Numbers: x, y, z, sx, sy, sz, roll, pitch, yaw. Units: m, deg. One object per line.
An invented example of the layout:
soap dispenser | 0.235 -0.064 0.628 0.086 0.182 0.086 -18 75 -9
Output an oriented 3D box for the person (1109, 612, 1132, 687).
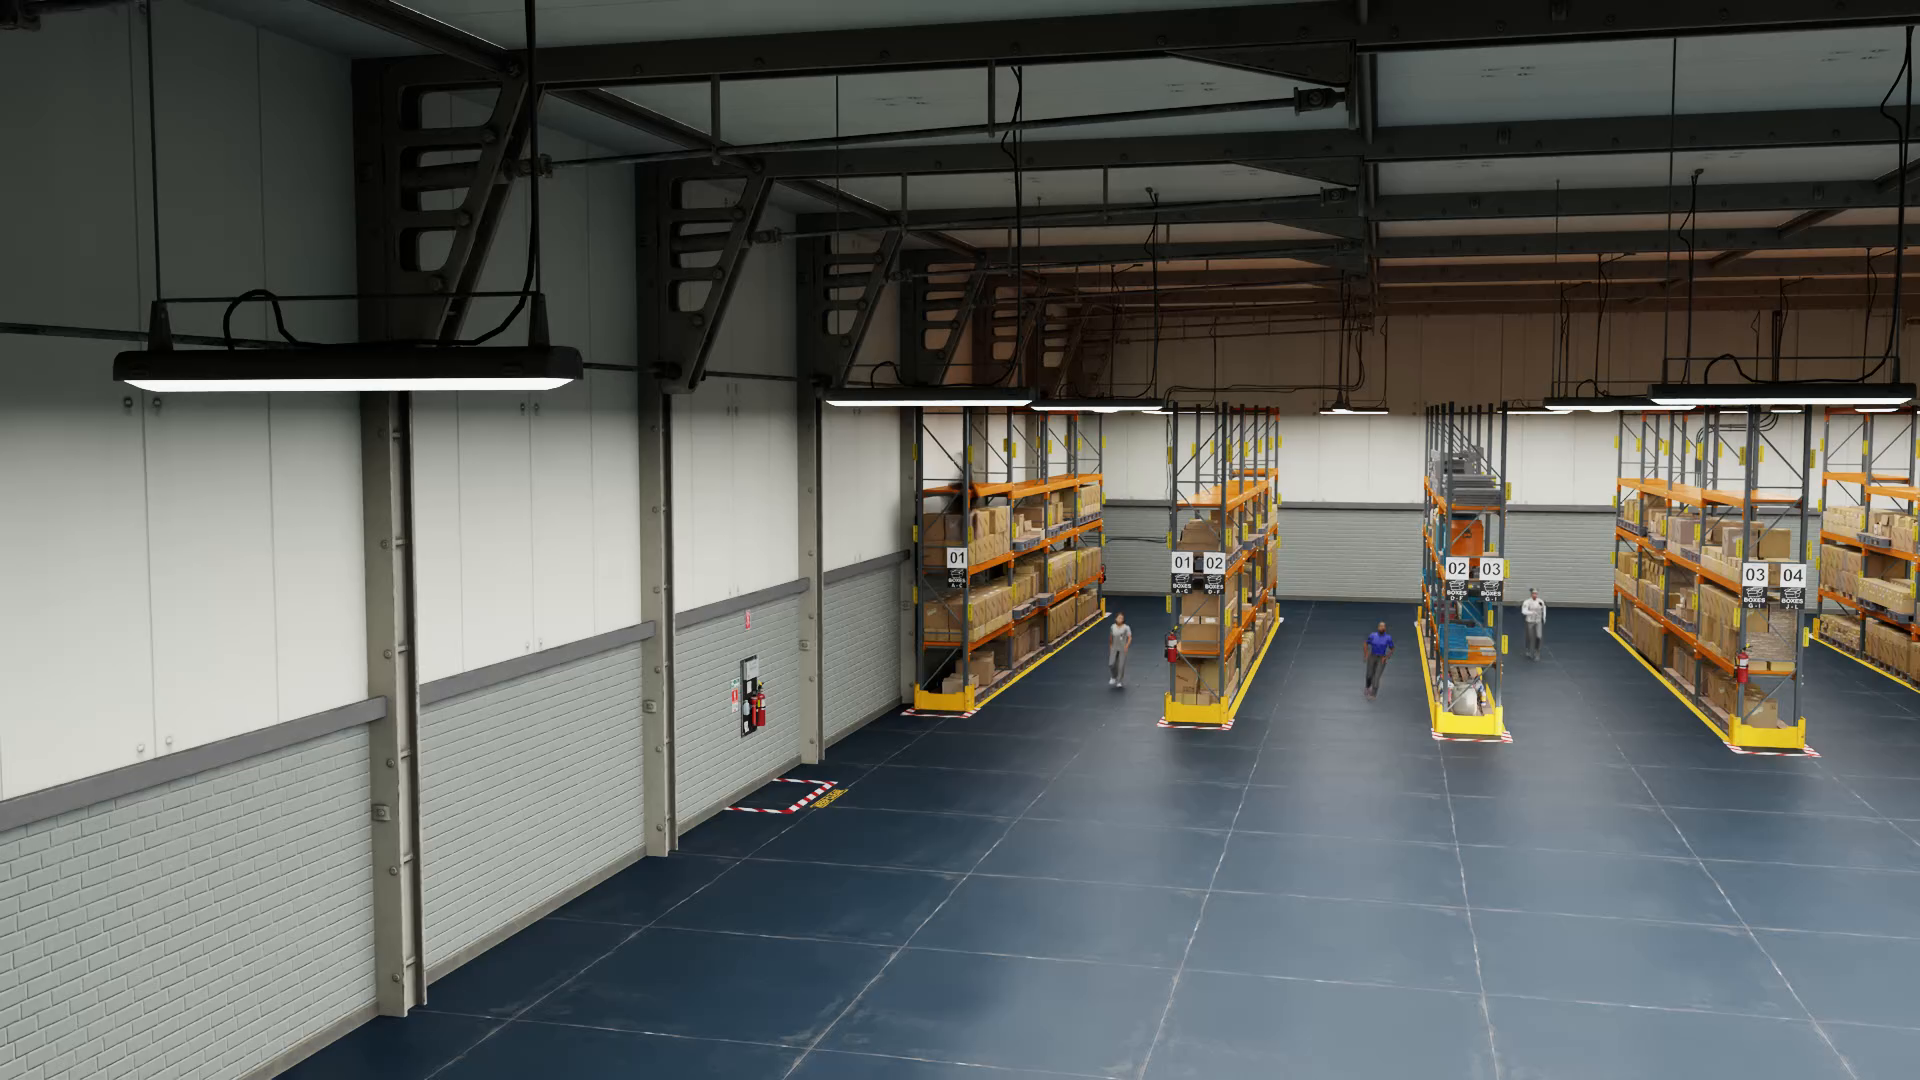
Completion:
person | 3.357 2.318 35.032 0.556 1.623 0.729 1 4 15

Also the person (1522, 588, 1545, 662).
person | 13.546 1.980 39.256 0.593 1.745 0.830 1 4 8

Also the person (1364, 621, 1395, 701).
person | 8.481 2.453 33.651 0.618 1.594 0.520 1 4 19
